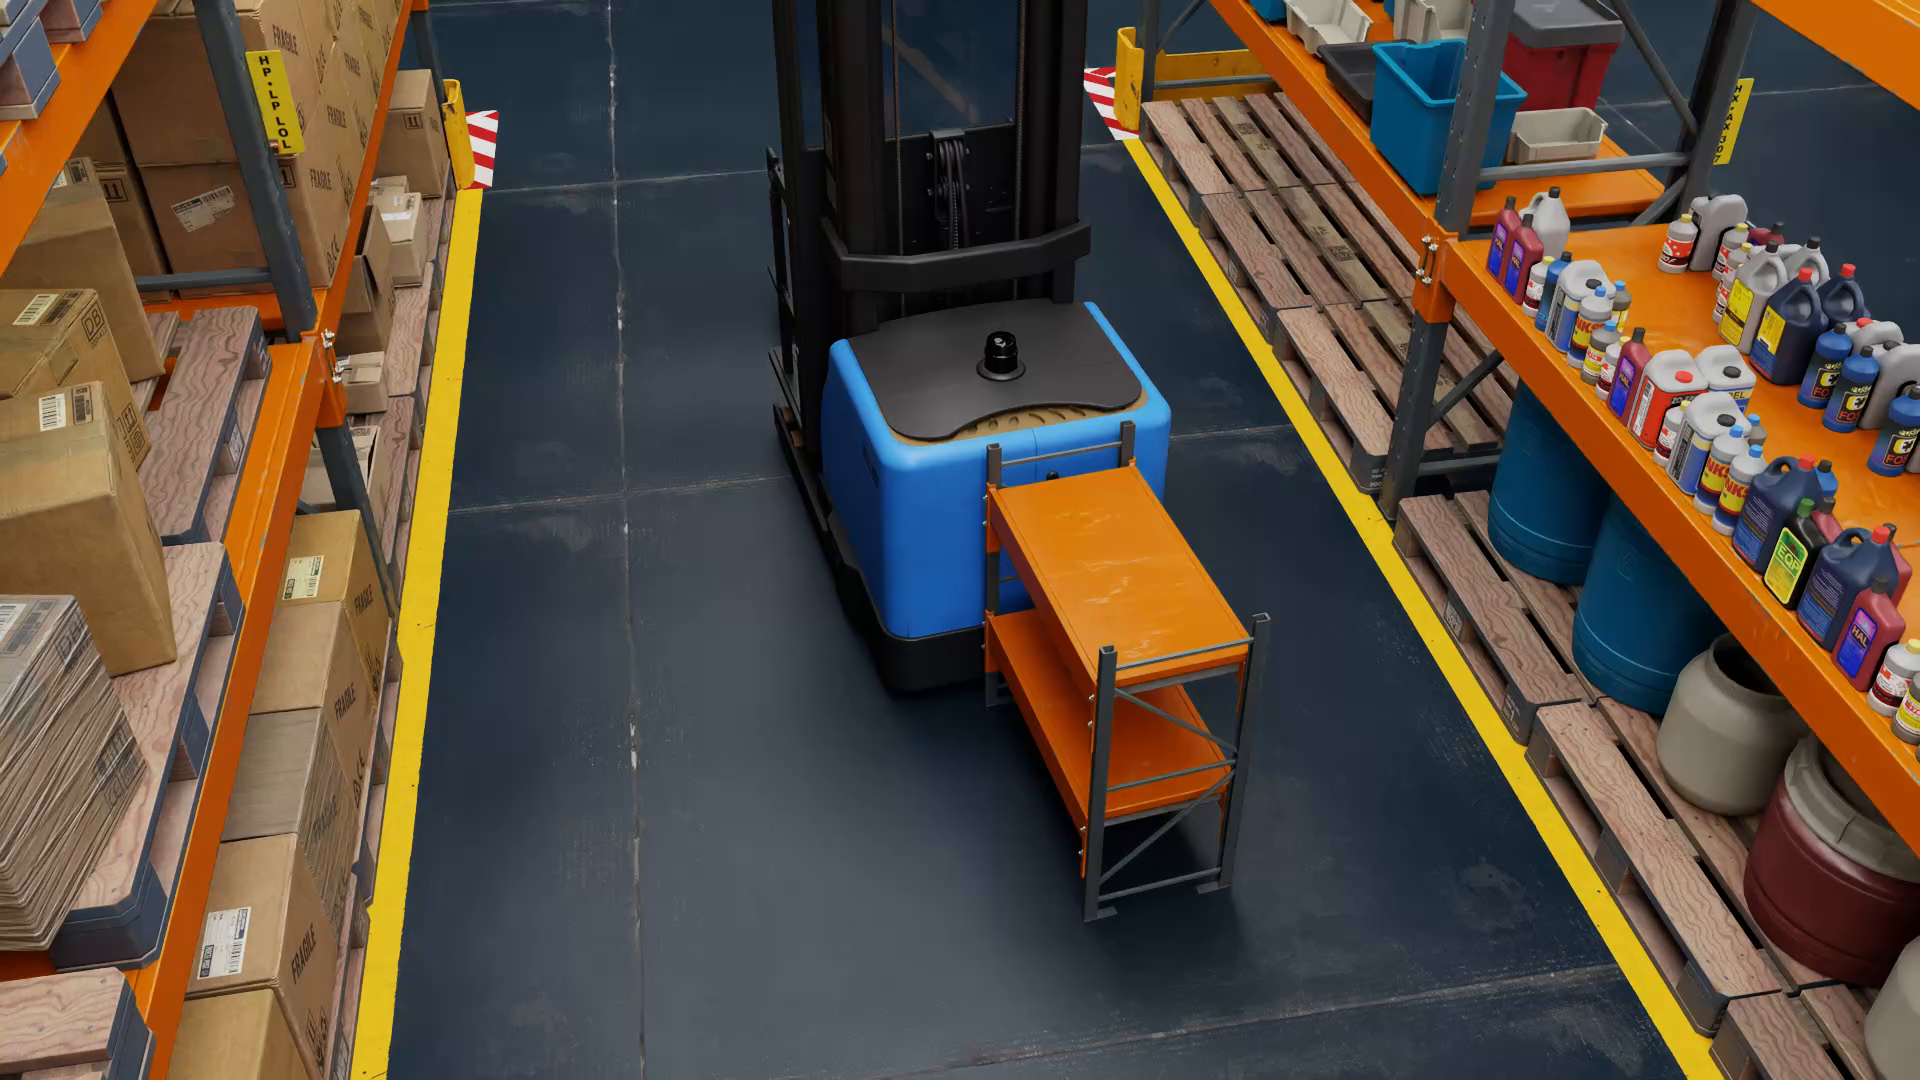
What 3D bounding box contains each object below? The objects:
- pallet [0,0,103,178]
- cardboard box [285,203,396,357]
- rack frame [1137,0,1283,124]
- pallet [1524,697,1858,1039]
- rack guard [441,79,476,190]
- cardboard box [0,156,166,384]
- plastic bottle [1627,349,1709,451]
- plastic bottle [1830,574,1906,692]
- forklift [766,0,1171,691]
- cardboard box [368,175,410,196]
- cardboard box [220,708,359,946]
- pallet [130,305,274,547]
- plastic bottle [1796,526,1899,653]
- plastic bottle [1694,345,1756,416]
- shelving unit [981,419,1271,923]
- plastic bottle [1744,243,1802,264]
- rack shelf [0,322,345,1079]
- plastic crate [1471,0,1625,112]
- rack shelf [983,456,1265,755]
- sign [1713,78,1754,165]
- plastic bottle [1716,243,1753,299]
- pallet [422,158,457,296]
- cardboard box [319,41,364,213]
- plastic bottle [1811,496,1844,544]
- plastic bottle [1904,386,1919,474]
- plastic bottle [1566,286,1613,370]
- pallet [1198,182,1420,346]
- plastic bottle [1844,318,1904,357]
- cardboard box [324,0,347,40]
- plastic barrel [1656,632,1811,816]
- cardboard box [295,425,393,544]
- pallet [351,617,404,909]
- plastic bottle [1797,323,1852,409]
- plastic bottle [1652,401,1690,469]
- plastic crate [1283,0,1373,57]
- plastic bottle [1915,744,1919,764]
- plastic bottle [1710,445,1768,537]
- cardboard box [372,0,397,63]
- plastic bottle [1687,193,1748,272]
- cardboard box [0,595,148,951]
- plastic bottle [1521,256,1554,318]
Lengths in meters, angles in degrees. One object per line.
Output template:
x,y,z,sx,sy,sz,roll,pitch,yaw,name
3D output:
-2.404,-0.898,3.169,1.213,0.211,1.003,-6,38,-8,pallet
-2.969,-1.137,7.445,0.797,0.503,0.637,-6,38,-8,cardboard box
1.542,-3.762,9.147,1.000,3.000,0.127,-6,38,-8,rack frame
2.554,0.964,5.337,1.003,0.211,1.213,-6,38,-8,pallet
-3.322,-2.198,9.172,1.175,0.500,0.348,-6,38,-8,rack guard
-2.772,-0.710,4.796,0.700,0.500,0.500,-19,42,-23,cardboard box
2.111,-0.417,4.943,0.152,0.276,0.135,-6,38,-8,plastic bottle
2.253,0.227,4.107,0.061,0.283,0.133,-6,38,-8,plastic bottle
-0.181,-1.527,6.327,1.130,2.935,3.031,-10,39,-13,forklift
-3.016,-1.730,8.483,0.380,0.166,0.250,-6,38,-8,cardboard box
-2.100,0.868,4.867,0.500,0.500,0.500,-6,38,-7,cardboard box
-2.602,-0.245,4.777,1.003,0.211,1.213,-6,38,-8,pallet
2.266,0.100,4.216,0.144,0.351,0.185,-6,38,-8,plastic bottle
2.261,-0.433,4.964,0.152,0.276,0.135,-6,38,-8,plastic bottle
0.476,0.402,5.315,0.538,1.125,1.048,-11,39,-13,shelving unit
2.694,-0.873,5.530,0.152,0.276,0.135,-6,38,-8,plastic bottle
-2.284,0.677,4.020,1.077,0.370,4.000,-6,38,-8,rack shelf
2.333,-1.961,6.728,0.402,0.464,0.583,-6,38,-8,plastic crate
0.476,0.171,5.136,0.538,0.278,1.000,-11,39,-13,rack shelf
2.785,-1.513,6.027,0.100,0.325,0.005,-6,38,-8,sign
2.641,-0.910,5.638,0.097,0.201,0.097,0,38,0,plastic bottle
-3.182,-1.603,8.641,1.003,0.211,1.213,-6,38,-8,pallet
-2.548,-1.501,6.155,0.500,0.500,0.500,-6,38,-7,cardboard box
2.257,0.029,4.363,0.061,0.283,0.133,-6,38,-8,plastic bottle
2.847,-0.347,4.853,0.152,0.276,0.135,-6,38,-8,plastic bottle
2.006,-0.680,5.286,0.097,0.271,0.097,0,38,0,plastic bottle
1.858,-1.423,8.410,1.003,0.211,1.213,-6,38,-8,pallet
2.783,-0.568,5.138,0.152,0.276,0.135,-6,38,-8,plastic bottle
-2.621,-2.187,6.223,0.500,0.500,0.500,-7,38,-9,cardboard box
2.457,0.580,5.245,0.421,0.512,0.421,0,38,0,plastic barrel
-2.495,-0.204,6.401,0.500,0.311,0.500,-6,38,-8,cardboard box
-2.455,0.773,5.583,1.003,0.211,1.213,-6,38,-8,pallet
2.663,-0.542,5.107,0.097,0.271,0.097,0,38,0,plastic bottle
2.105,-0.315,4.872,0.097,0.201,0.097,0,38,0,plastic bottle
1.642,-2.285,7.412,0.293,0.136,0.466,-6,38,-8,plastic crate
2.325,0.445,3.894,0.097,0.201,0.097,0,38,0,plastic bottle
2.162,-0.143,4.594,0.097,0.271,0.097,0,38,0,plastic bottle
-2.813,-2.415,7.332,0.500,0.500,0.500,-6,38,-8,cardboard box
2.630,-1.094,5.814,0.152,0.276,0.135,-6,38,-8,plastic bottle
-2.127,0.454,3.297,0.700,0.500,0.500,0,38,1,cardboard box
1.949,-0.852,5.563,0.097,0.201,0.097,0,38,0,plastic bottle
